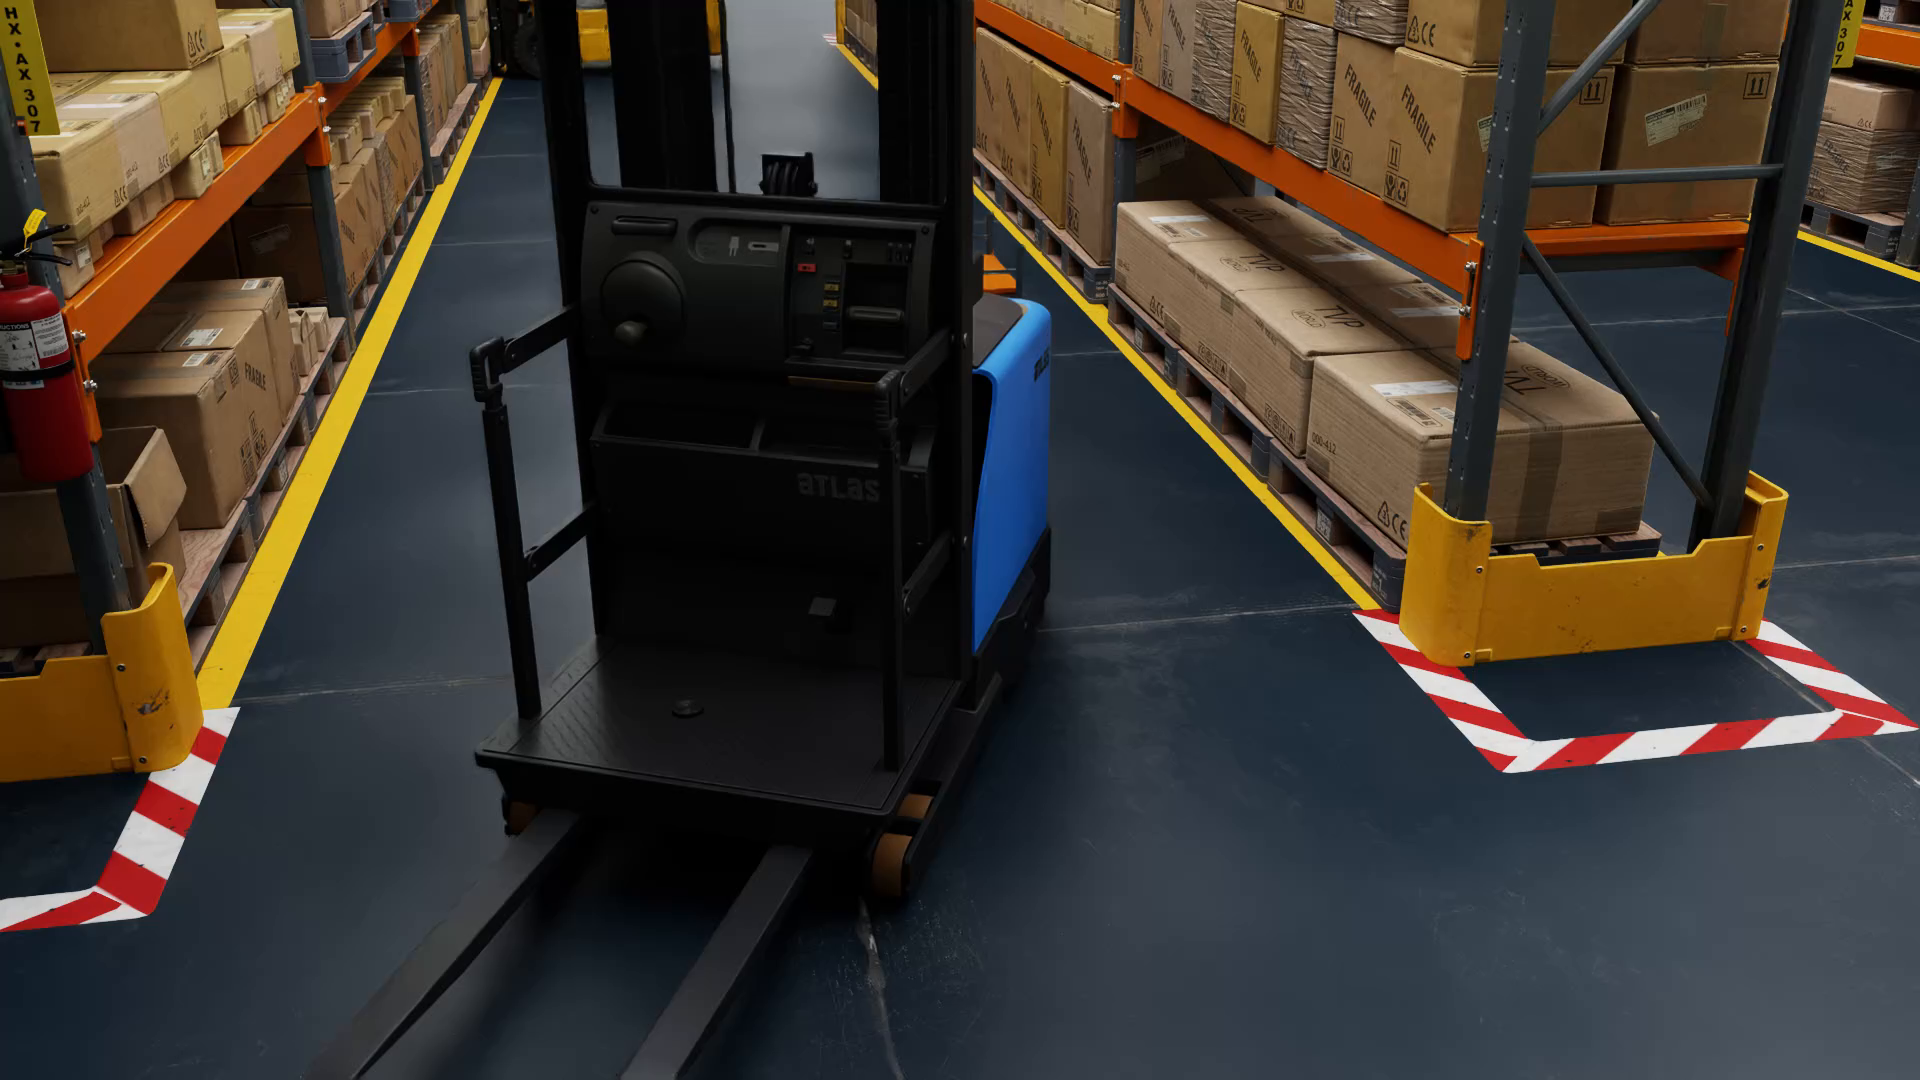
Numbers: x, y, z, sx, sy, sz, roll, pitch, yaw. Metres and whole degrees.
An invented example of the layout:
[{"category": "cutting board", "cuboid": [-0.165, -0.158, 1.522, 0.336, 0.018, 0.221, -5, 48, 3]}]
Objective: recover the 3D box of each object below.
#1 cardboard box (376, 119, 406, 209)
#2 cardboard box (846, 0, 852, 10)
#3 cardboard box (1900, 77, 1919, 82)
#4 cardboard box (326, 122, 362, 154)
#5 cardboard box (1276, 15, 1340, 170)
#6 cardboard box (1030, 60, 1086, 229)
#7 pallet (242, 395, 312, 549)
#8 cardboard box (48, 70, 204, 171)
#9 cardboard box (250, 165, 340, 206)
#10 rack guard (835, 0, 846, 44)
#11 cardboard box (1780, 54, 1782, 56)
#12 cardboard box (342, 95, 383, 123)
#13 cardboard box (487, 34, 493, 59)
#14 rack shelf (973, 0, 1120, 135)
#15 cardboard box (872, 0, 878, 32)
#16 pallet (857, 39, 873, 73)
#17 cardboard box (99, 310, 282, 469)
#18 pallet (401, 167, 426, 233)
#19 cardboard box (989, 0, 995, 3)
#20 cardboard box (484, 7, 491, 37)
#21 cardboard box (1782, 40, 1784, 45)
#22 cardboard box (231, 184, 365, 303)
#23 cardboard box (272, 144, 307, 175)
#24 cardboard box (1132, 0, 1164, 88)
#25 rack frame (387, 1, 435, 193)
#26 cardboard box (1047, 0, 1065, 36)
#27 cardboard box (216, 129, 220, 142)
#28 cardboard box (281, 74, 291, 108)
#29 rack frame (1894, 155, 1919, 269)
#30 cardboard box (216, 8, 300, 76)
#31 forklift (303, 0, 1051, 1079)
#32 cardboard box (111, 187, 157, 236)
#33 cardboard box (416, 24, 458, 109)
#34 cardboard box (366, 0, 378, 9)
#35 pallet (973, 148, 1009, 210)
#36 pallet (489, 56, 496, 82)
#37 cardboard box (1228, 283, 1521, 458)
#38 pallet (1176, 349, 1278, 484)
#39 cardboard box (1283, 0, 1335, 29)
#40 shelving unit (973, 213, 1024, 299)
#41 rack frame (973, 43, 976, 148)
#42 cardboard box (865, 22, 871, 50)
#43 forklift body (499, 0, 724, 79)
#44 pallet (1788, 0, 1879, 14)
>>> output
[{"category": "cardboard box", "cuboid": [-3.824, -2.355, 10.492, 0.500, 0.500, 0.500, -3, 24, -7]}, {"category": "cardboard box", "cuboid": [-1.015, -6.306, 18.914, 0.500, 0.500, 0.500, -5, 24, -12]}, {"category": "cardboard box", "cuboid": [6.291, -2.764, 10.492, 0.500, 0.250, 0.500, -5, 24, -12]}, {"category": "cardboard box", "cuboid": [-3.663, -2.302, 9.561, 0.380, 0.149, 0.250, -3, 24, -8]}, {"category": "cardboard box", "cuboid": [1.529, -1.700, 6.269, 0.500, 0.500, 0.500, -4, 24, -8]}, {"category": "cardboard box", "cuboid": [0.954, -2.468, 10.284, 0.875, 0.875, 0.875, -4, 24, -8]}, {"category": "pallet", "cuboid": [-3.201, -0.259, 6.579, 1.003, 0.211, 1.213, -4, 24, -10]}, {"category": "cardboard box", "cuboid": [-2.825, -1.378, 5.473, 0.500, 0.250, 0.500, -5, 24, -11]}, {"category": "cardboard box", "cuboid": [-3.360, -1.793, 8.395, 0.380, 0.149, 0.250, -3, 24, -7]}, {"category": "rack guard", "cuboid": [-0.883, -6.201, 19.825, 1.175, 0.500, 0.348, -4, 24, -10]}, {"category": "cardboard box", "cuboid": [5.490, -3.343, 11.817, 0.500, 0.250, 0.500, -4, 24, -9]}, {"category": "cardboard box", "cuboid": [-3.865, -2.711, 10.497, 0.380, 0.149, 0.250, -4, 24, -8]}, {"category": "cardboard box", "cuboid": [-5.018, -4.981, 16.819, 0.500, 0.250, 0.500, -4, 24, -9]}, {"category": "rack shelf", "cuboid": [0.952, -3.114, 10.531, 1.077, 0.370, 4.000, -4, 24, -10]}, {"category": "cardboard box", "cuboid": [-0.626, -5.492, 17.052, 0.500, 0.500, 0.500, -4, 24, -9]}, {"category": "pallet", "cuboid": [-0.545, -5.268, 18.048, 1.003, 0.211, 1.213, -4, 24, -10]}, {"category": "cardboard box", "cuboid": [-2.955, -0.564, 6.391, 0.500, 0.500, 0.500, -4, 24, -9]}, {"category": "pallet", "cuboid": [-4.194, -2.287, 11.223, 1.003, 0.211, 1.213, -4, 24, -10]}, {"category": "cardboard box", "cuboid": [0.425, -3.950, 11.734, 0.500, 0.250, 0.500, -5, 24, -11]}, {"category": "cardboard box", "cuboid": [-4.998, -5.206, 16.708, 0.500, 0.250, 0.500, -5, 24, -10]}, {"category": "cardboard box", "cuboid": [5.916, -3.579, 12.359, 0.500, 0.250, 0.500, -4, 24, -9]}, {"category": "cardboard box", "cuboid": [-3.424, -1.542, 8.631, 0.500, 0.500, 0.500, -3, 24, -7]}, {"category": "cardboard box", "cuboid": [-3.420, -1.925, 8.326, 0.380, 0.149, 0.250, -5, 24, -11]}, {"category": "cardboard box", "cuboid": [1.151, -2.499, 8.098, 0.500, 0.500, 0.500, -4, 24, -8]}, {"category": "rack frame", "cuboid": [-4.295, -3.861, 11.343, 1.000, 3.000, 0.127, -4, 24, -10]}, {"category": "cardboard box", "cuboid": [0.823, -3.146, 9.893, 0.500, 0.250, 0.500, -5, 24, -11]}, {"category": "cardboard box", "cuboid": [-3.073, -1.551, 6.369, 0.380, 0.149, 0.250, -4, 24, -9]}, {"category": "cardboard box", "cuboid": [-3.179, -1.965, 7.316, 0.380, 0.149, 0.250, -4, 24, -8]}, {"category": "rack frame", "cuboid": [6.168, -3.063, 9.515, 1.000, 3.000, 0.127, -4, 24, -10]}, {"category": "cardboard box", "cuboid": [-3.222, -2.173, 7.294, 0.500, 0.250, 0.500, -4, 24, -8]}, {"category": "forklift", "cuboid": [-0.570, -0.612, 3.988, 1.130, 2.935, 3.031, 6, 24, 14]}, {"category": "cardboard box", "cuboid": [-2.769, -1.050, 5.221, 0.380, 0.149, 0.250, -4, 24, -8]}, {"category": "cardboard box", "cuboid": [-4.791, -4.029, 14.169, 0.875, 0.625, 0.625, -5, 24, -10]}, {"category": "cardboard box", "cuboid": [-3.666, -3.245, 9.284, 0.700, 0.500, 0.500, -4, 24, -10]}, {"category": "pallet", "cuboid": [0.654, -2.637, 12.023, 1.003, 0.211, 1.213, -4, 24, -10]}, {"category": "pallet", "cuboid": [-5.370, -4.954, 17.328, 1.003, 0.211, 1.213, -4, 24, -10]}, {"category": "cardboard box", "cuboid": [1.664, -0.713, 6.812, 0.875, 0.438, 0.875, -4, 24, -8]}, {"category": "pallet", "cuboid": [1.615, -0.593, 7.344, 1.003, 0.211, 1.213, -4, 24, -10]}, {"category": "cardboard box", "cuboid": [1.525, -2.158, 6.068, 0.500, 0.500, 0.500, -4, 24, -10]}, {"category": "shelving unit", "cuboid": [0.044, -0.504, 5.904, 0.258, 1.200, 0.503, -4, 24, -10]}, {"category": "rack frame", "cuboid": [0.582, -4.230, 12.188, 1.000, 3.000, 0.127, -4, 24, -10]}, {"category": "cardboard box", "cuboid": [-0.729, -5.358, 17.680, 0.500, 0.250, 0.500, -4, 24, -9]}, {"category": "forklift body", "cuboid": [-3.631, -6.008, 17.319, 2.313, 2.155, 1.214, -4, 24, -10]}, {"category": "pallet", "cuboid": [5.834, -3.773, 11.380, 1.003, 0.211, 1.213, -4, 24, -10]}]
